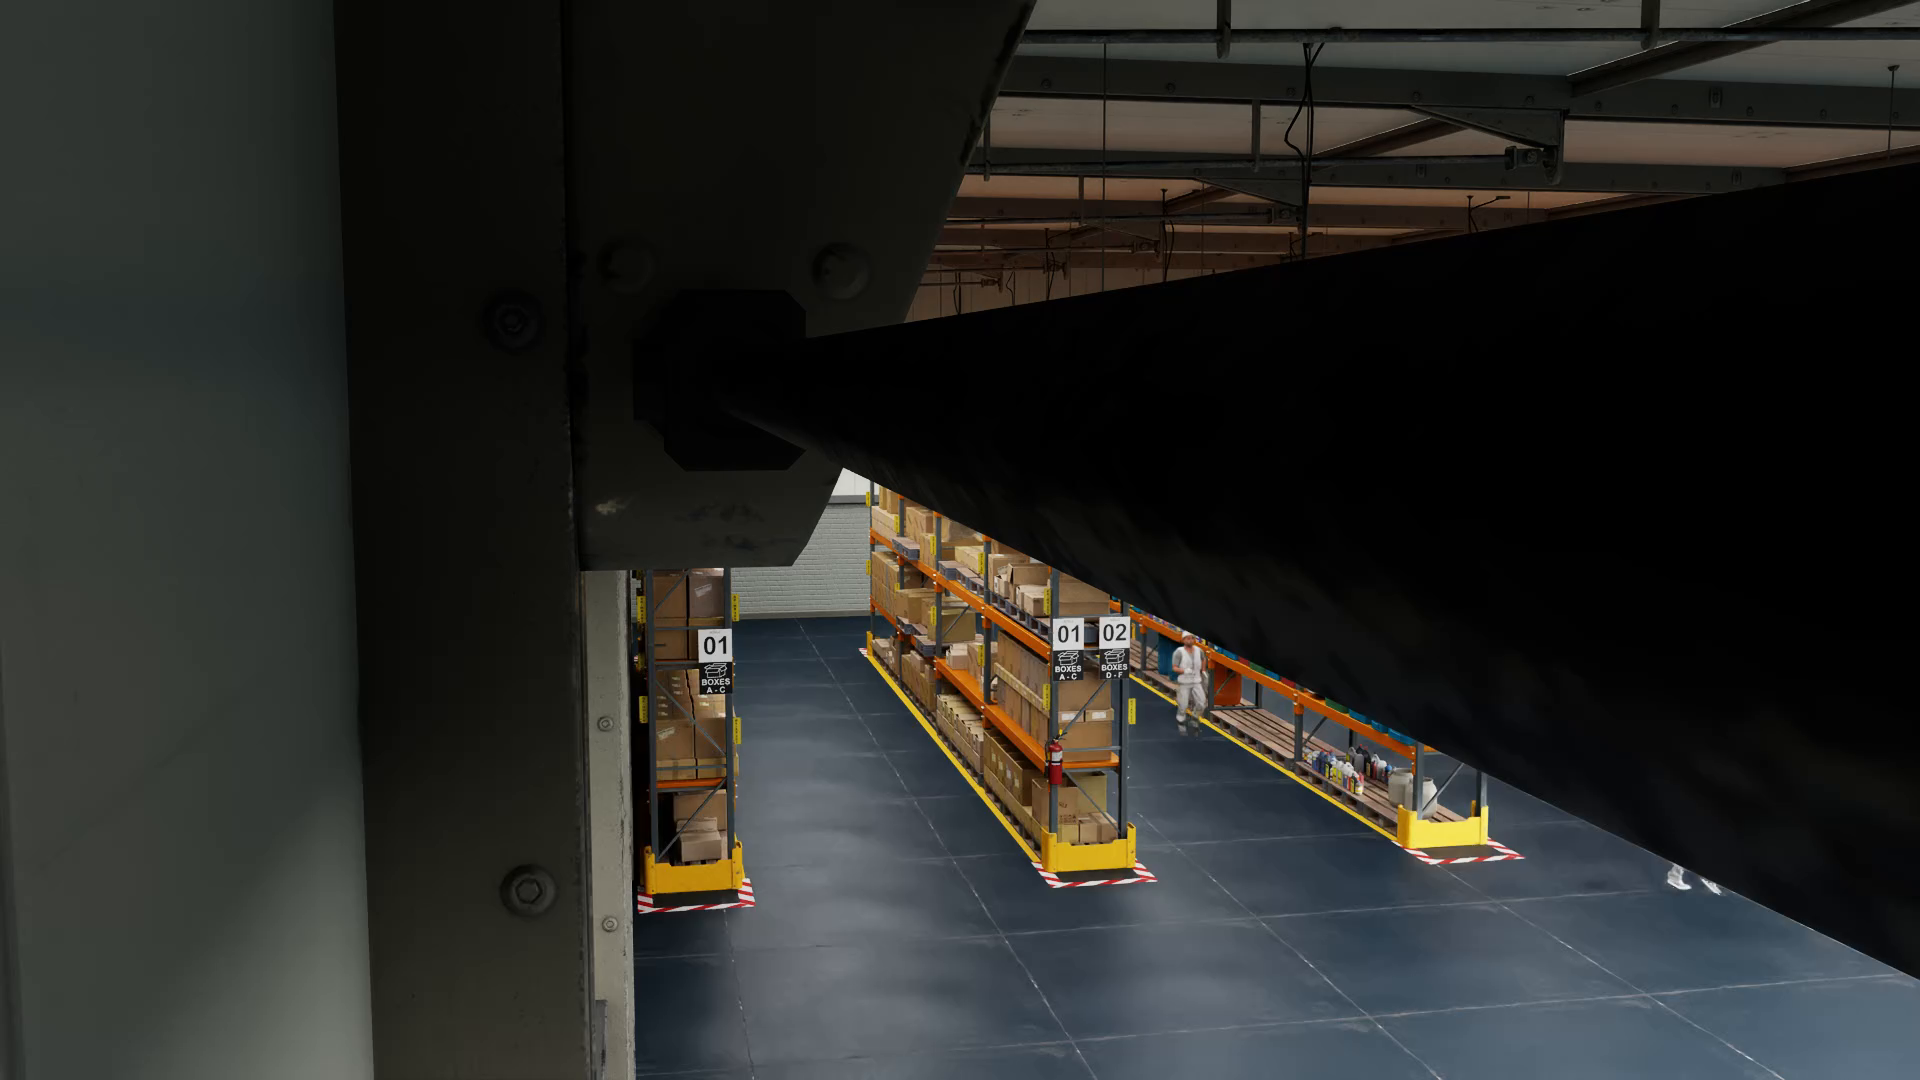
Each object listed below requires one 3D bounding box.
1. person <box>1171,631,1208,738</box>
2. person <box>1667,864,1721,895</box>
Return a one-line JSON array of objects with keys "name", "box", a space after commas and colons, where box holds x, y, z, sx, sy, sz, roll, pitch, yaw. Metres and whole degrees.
[{"name": "person", "box": [3.755, 2.353, 26.964, 0.657, 1.791, 0.652, -1, 6, -13]}, {"name": "person", "box": [8.894, 3.454, 19.926, 0.727, 1.638, 0.507, 3, 7, 24]}]
